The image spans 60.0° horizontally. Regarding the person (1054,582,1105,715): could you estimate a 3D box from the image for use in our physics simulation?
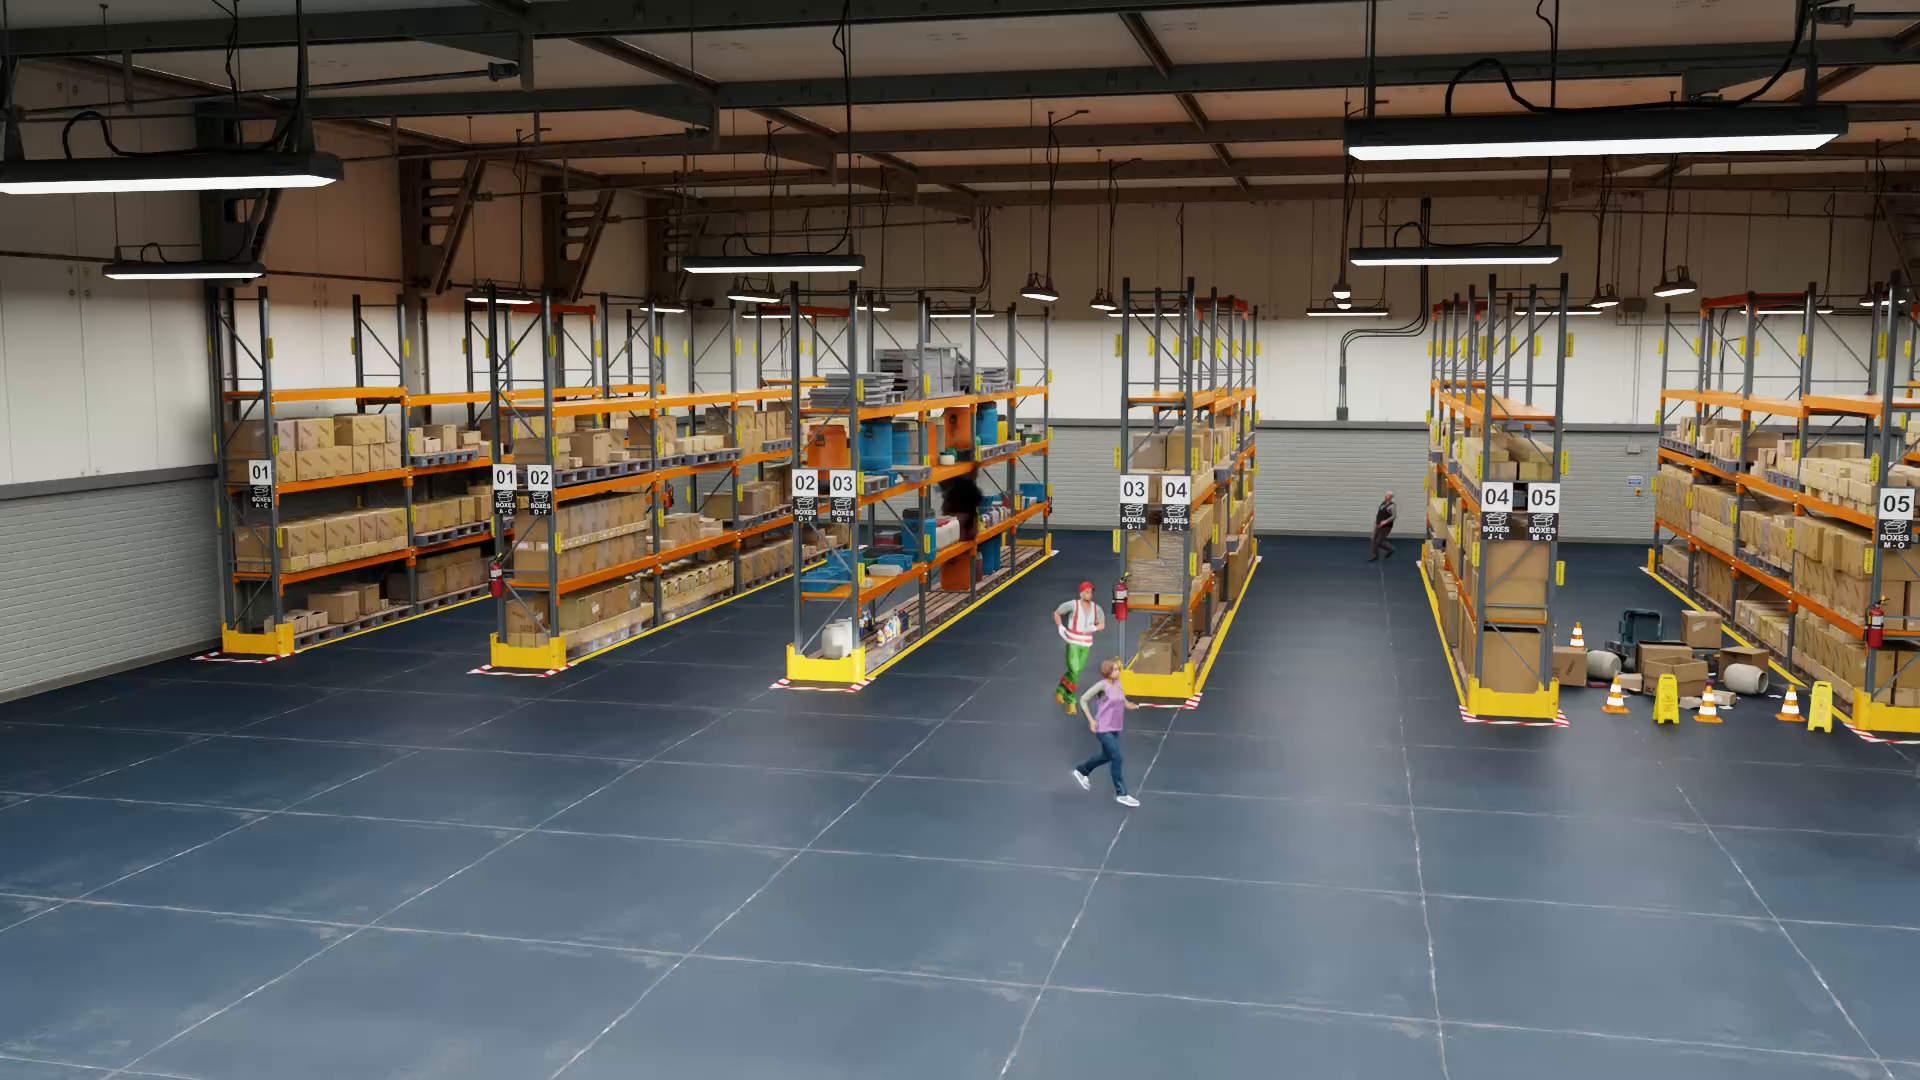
[{"bbox_3d":[1.666,1.480,23.192,0.665,1.833,0.791,-3,7,-24],"label":"person"}]

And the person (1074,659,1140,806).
[{"bbox_3d":[1.597,2.089,18.314,0.885,1.587,0.511,5,8,38],"label":"person"}]

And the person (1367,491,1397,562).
[{"bbox_3d":[9.975,-0.307,39.095,0.686,1.692,0.708,-2,7,-19],"label":"person"}]
